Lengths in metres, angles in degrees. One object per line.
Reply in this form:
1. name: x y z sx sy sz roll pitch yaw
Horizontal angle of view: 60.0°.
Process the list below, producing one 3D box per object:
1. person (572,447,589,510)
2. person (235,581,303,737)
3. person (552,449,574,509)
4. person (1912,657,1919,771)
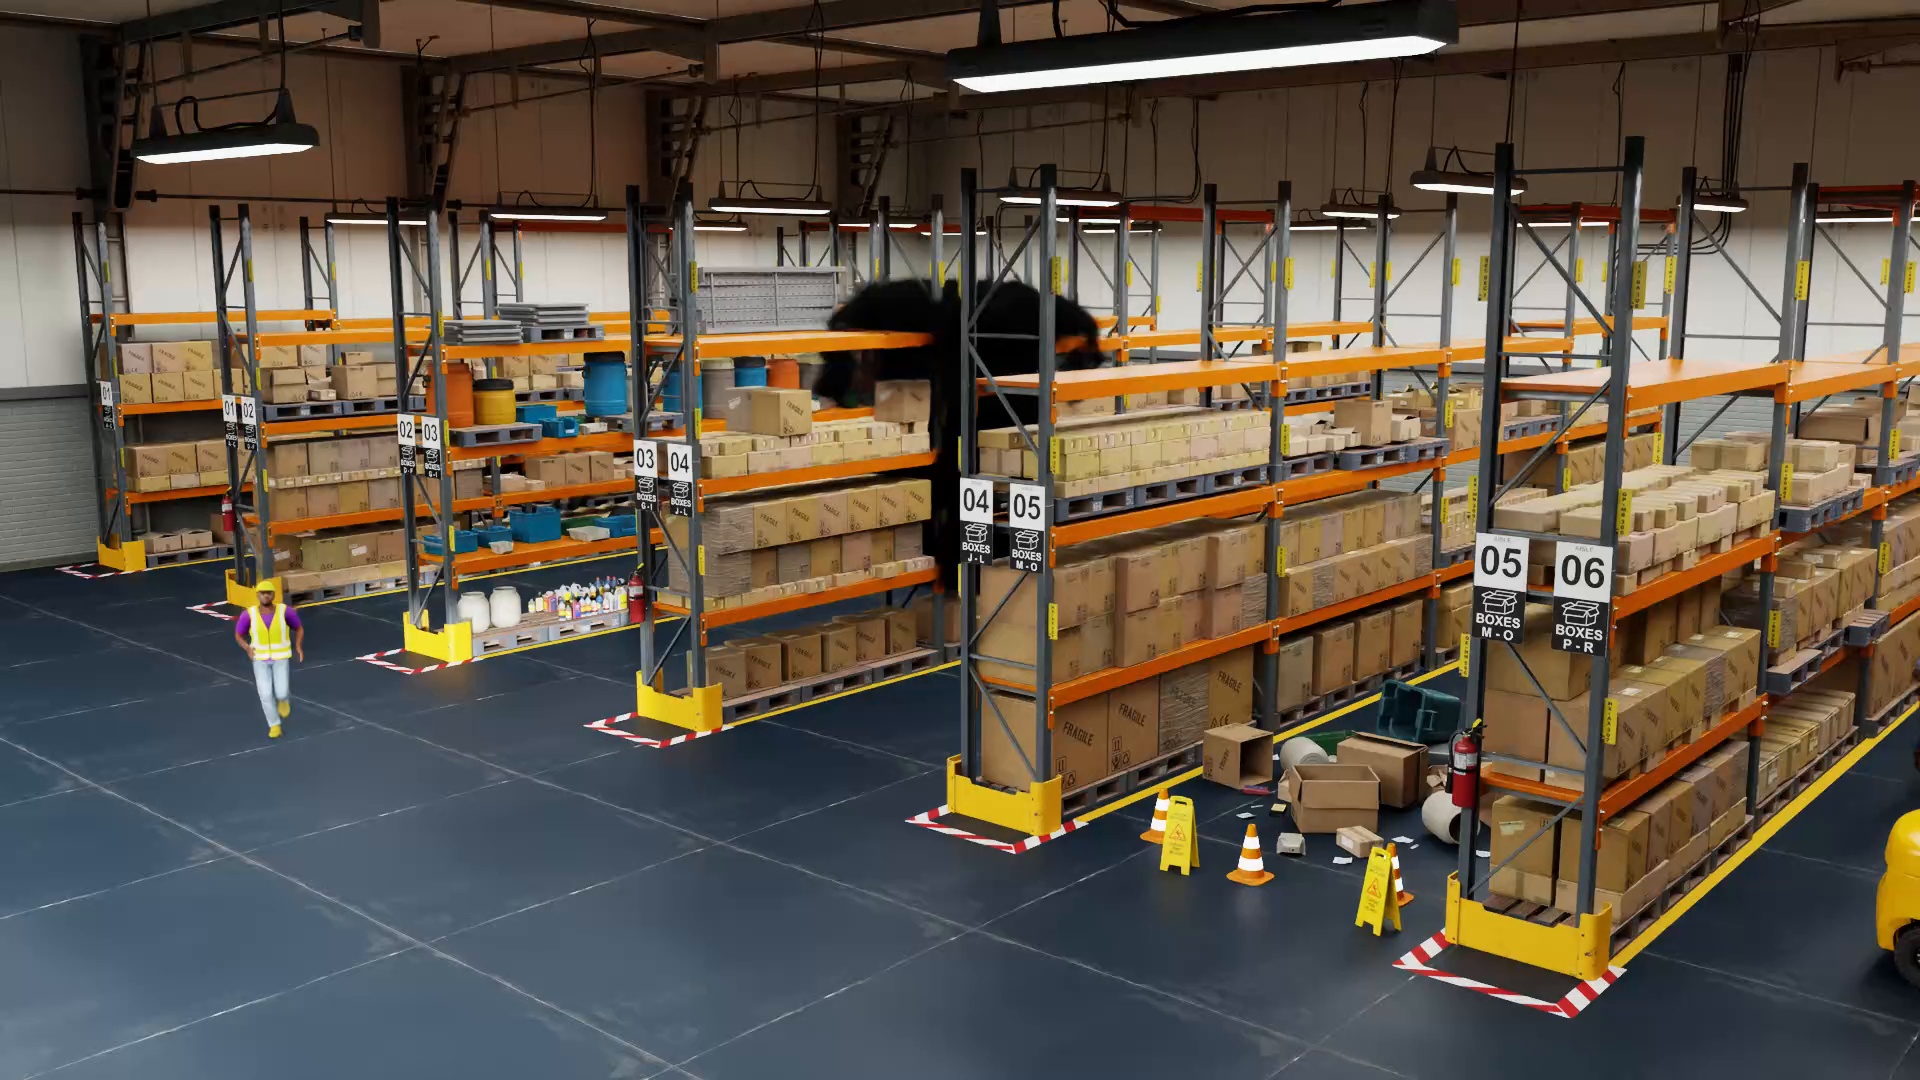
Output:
1. person: -7.139 -0.922 31.330 0.696 1.828 0.916 6 11 34
2. person: -7.607 1.296 18.348 0.703 1.723 0.588 -4 10 -22
3. person: -7.689 -1.072 32.426 0.628 1.771 0.871 4 10 25
4. person: 9.830 1.654 16.618 0.607 1.619 0.734 8 13 41
